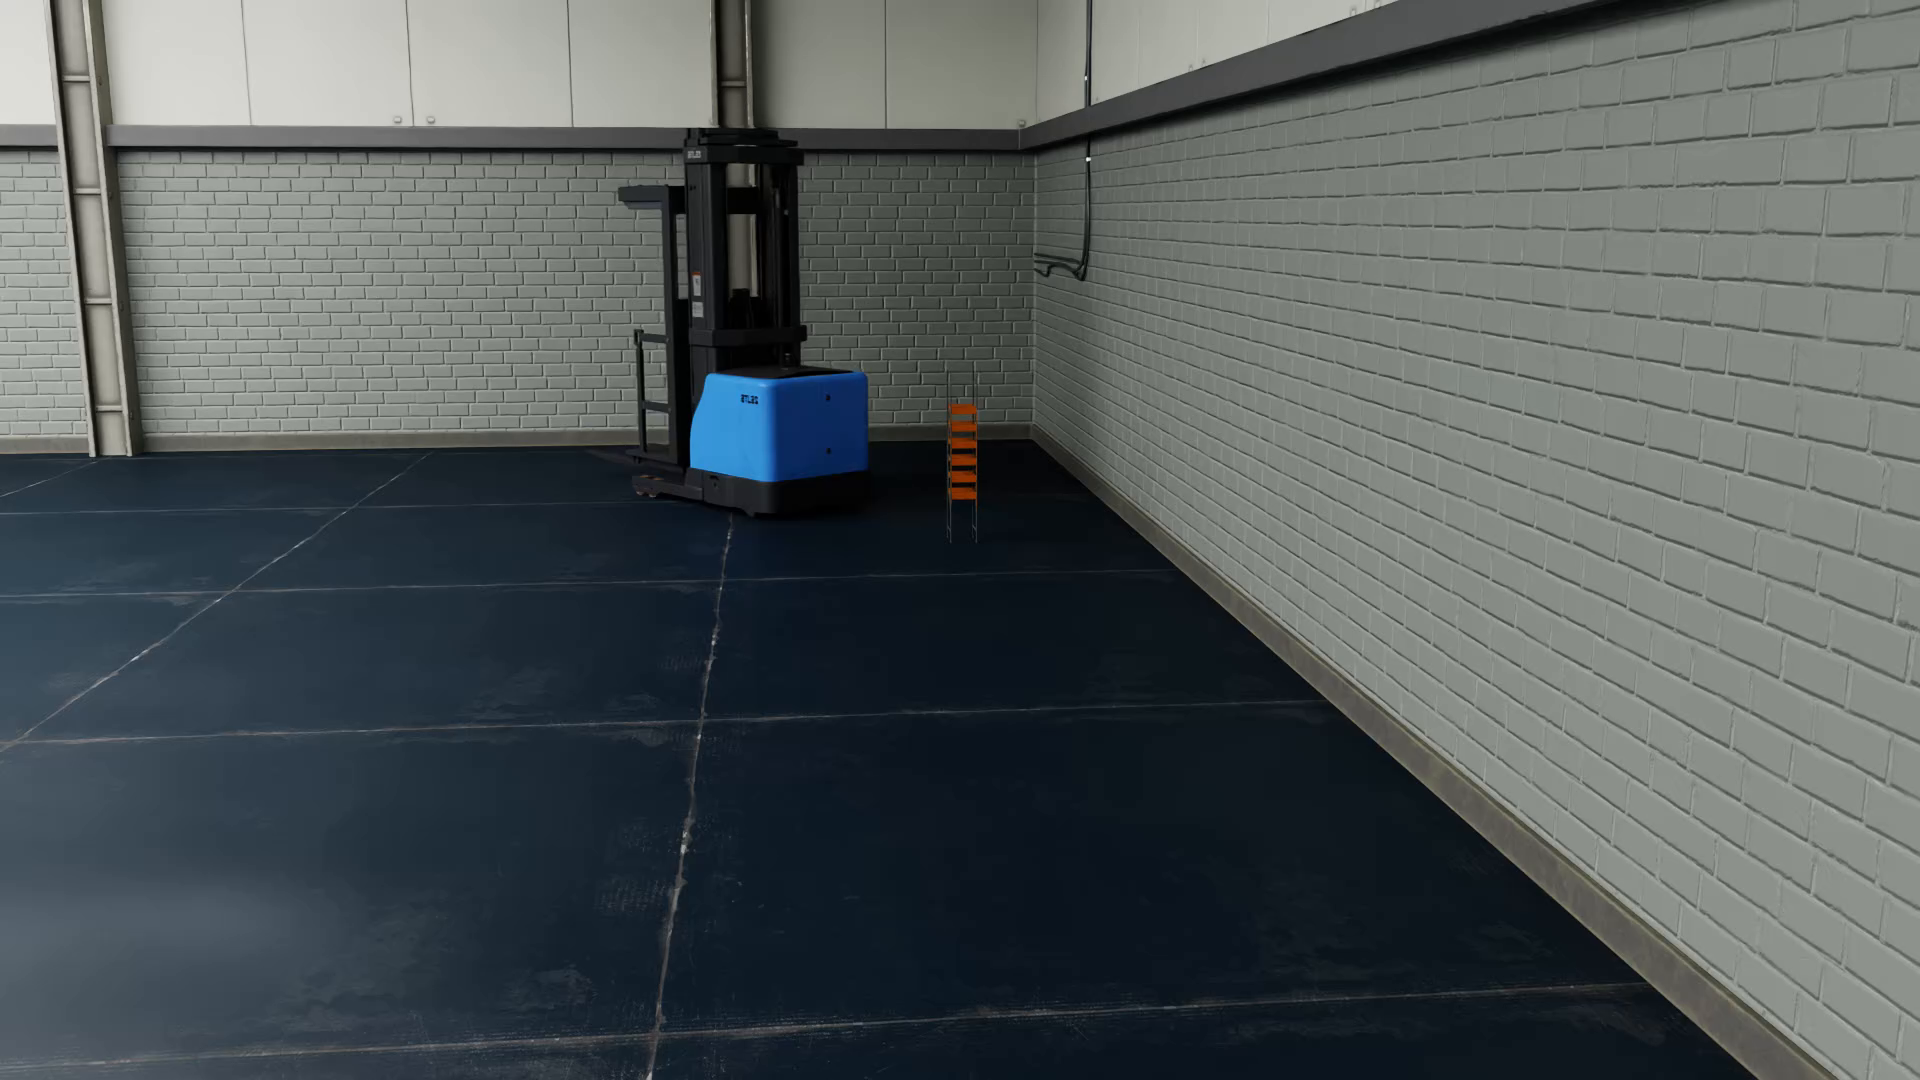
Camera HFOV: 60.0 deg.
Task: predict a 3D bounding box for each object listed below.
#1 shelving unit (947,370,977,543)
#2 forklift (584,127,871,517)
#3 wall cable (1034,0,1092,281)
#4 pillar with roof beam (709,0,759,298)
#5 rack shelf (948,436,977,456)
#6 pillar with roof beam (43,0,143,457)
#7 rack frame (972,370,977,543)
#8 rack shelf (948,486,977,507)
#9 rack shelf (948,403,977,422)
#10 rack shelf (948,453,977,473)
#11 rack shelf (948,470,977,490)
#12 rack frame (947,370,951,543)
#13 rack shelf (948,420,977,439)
[{"bbox_3d":[0.014,-0.589,11.754,0.189,1.200,0.258,-1,11,-6],"label":"shelving unit"},{"bbox_3d":[-2.066,-1.839,13.625,1.130,2.935,3.031,-10,15,-41],"label":"forklift"},{"bbox_3d":[0.875,-3.657,15.192,0.112,2.526,3.097,-1,11,-6],"label":"wall cable"},{"bbox_3d":[-1.731,-4.547,11.671,0.400,9.000,9.100,-1,11,-6],"label":"pillar with roof beam"},{"bbox_3d":[0.014,-0.663,11.739,0.180,0.103,0.258,-1,11,-6],"label":"rack shelf"},{"bbox_3d":[-7.696,-4.422,11.035,0.400,9.000,9.100,-1,11,-6],"label":"pillar with roof beam"},{"bbox_3d":[0.105,-0.591,11.764,0.006,1.200,0.240,-1,11,-6],"label":"rack frame"},{"bbox_3d":[0.014,-0.310,11.809,0.180,0.103,0.258,-1,11,-6],"label":"rack shelf"},{"bbox_3d":[0.014,-0.899,11.693,0.180,0.103,0.258,-1,11,-6],"label":"rack shelf"},{"bbox_3d":[0.014,-0.545,11.762,0.180,0.103,0.258,-1,11,-6],"label":"rack shelf"},{"bbox_3d":[0.014,-0.428,11.786,0.180,0.103,0.258,-1,11,-6],"label":"rack shelf"},{"bbox_3d":[-0.077,-0.587,11.744,0.006,1.200,0.240,-1,11,-6],"label":"rack frame"},{"bbox_3d":[0.014,-0.781,11.716,0.180,0.103,0.258,-1,11,-6],"label":"rack shelf"}]
